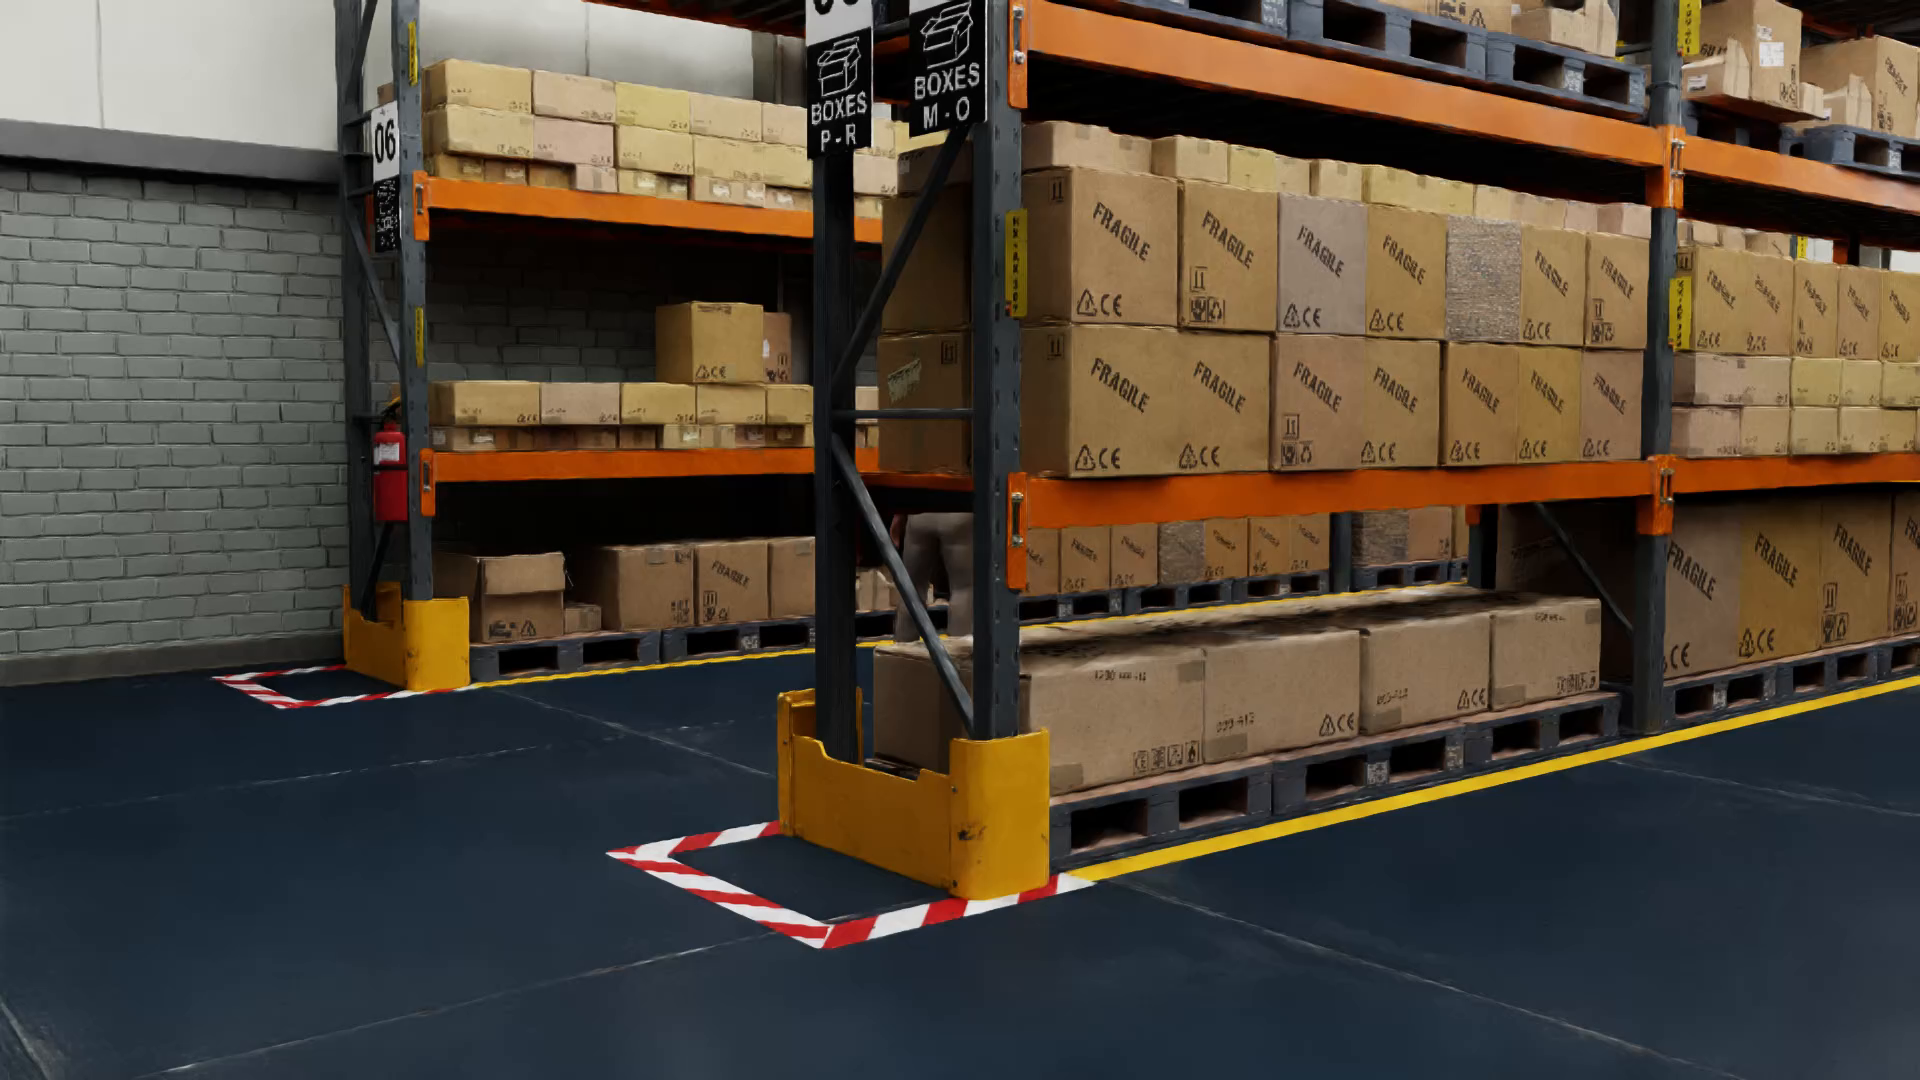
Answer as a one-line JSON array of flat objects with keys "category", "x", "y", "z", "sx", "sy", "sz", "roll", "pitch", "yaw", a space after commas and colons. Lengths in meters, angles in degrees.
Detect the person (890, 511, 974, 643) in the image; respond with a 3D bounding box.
[{"category": "person", "x": -0.093, "y": -0.087, "z": 9.496, "sx": 0.683, "sy": 1.731, "sz": 0.455, "roll": 1, "pitch": 4, "yaw": 15}]
